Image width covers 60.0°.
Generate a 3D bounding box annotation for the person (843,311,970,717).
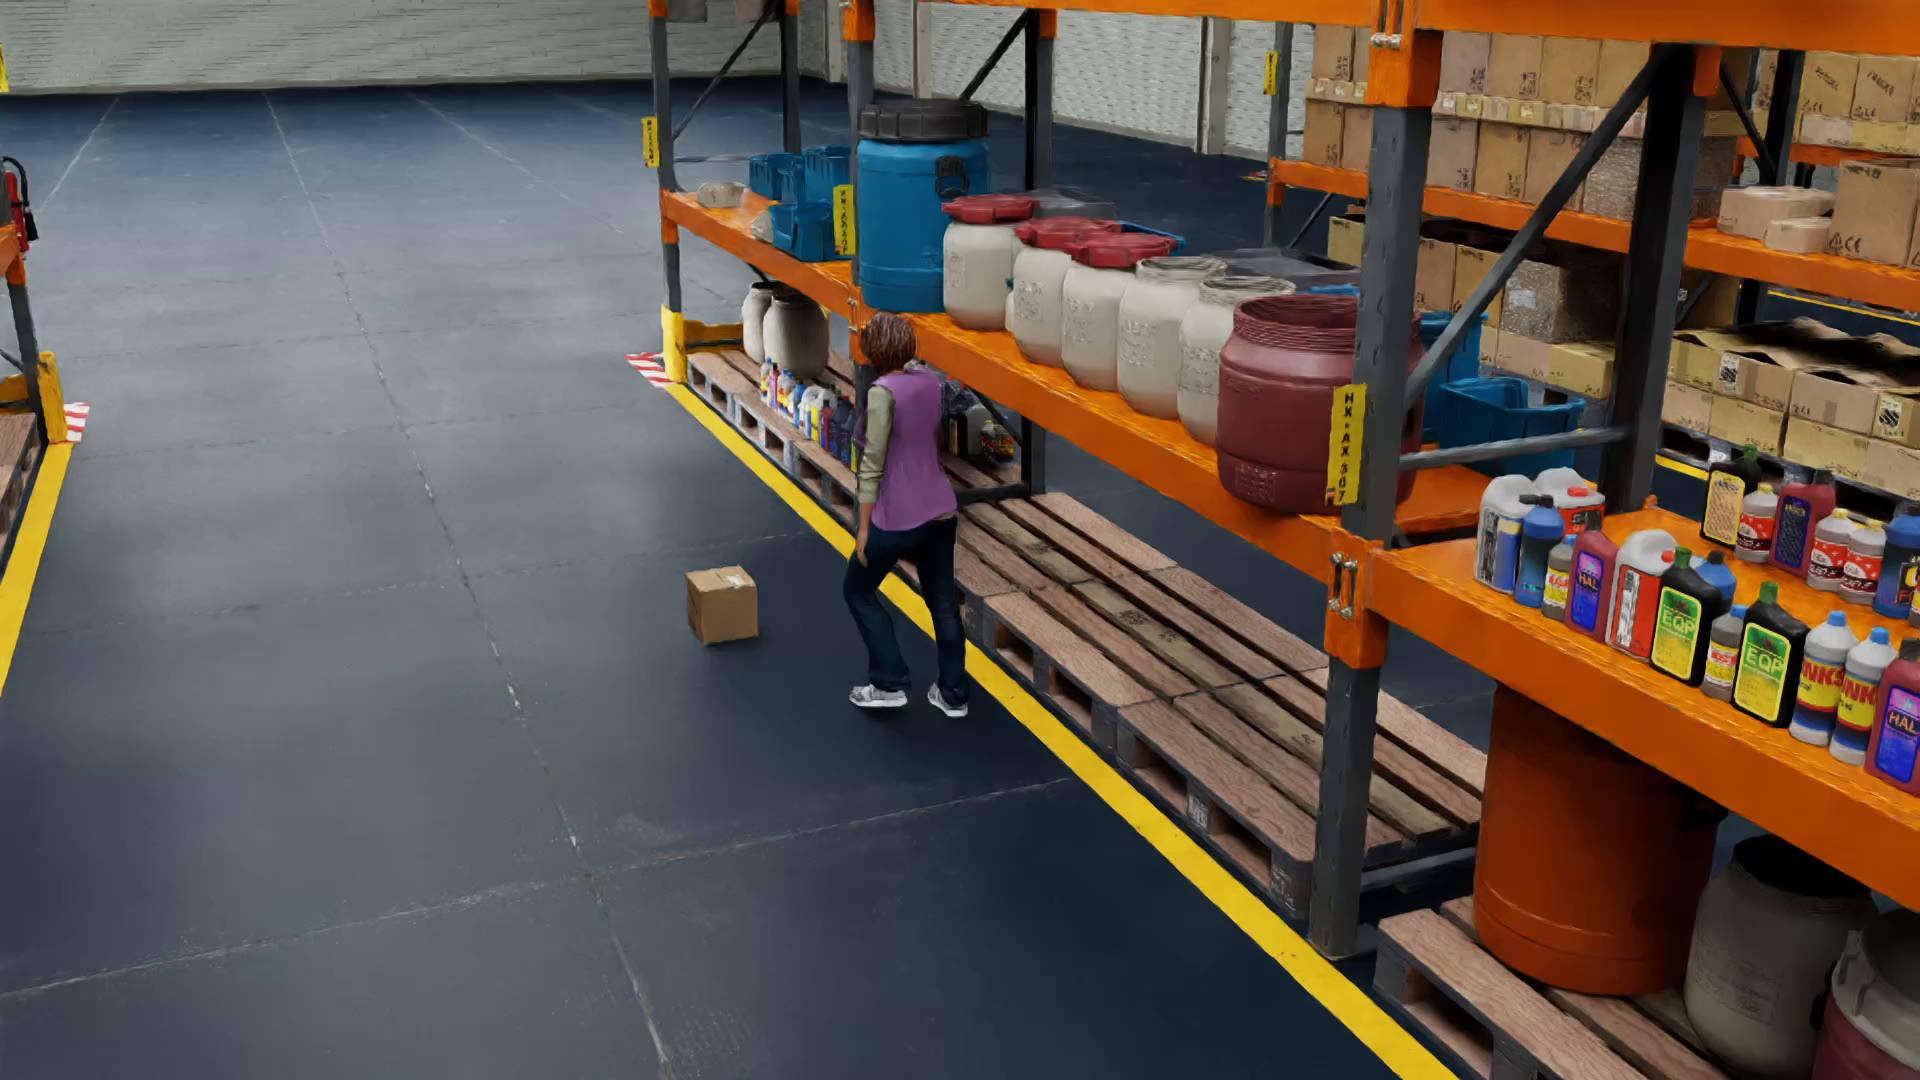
[{"bbox_3d":[-0.210,-0.071,6.293,0.493,1.575,0.553,18,26,41],"label":"person"}]
